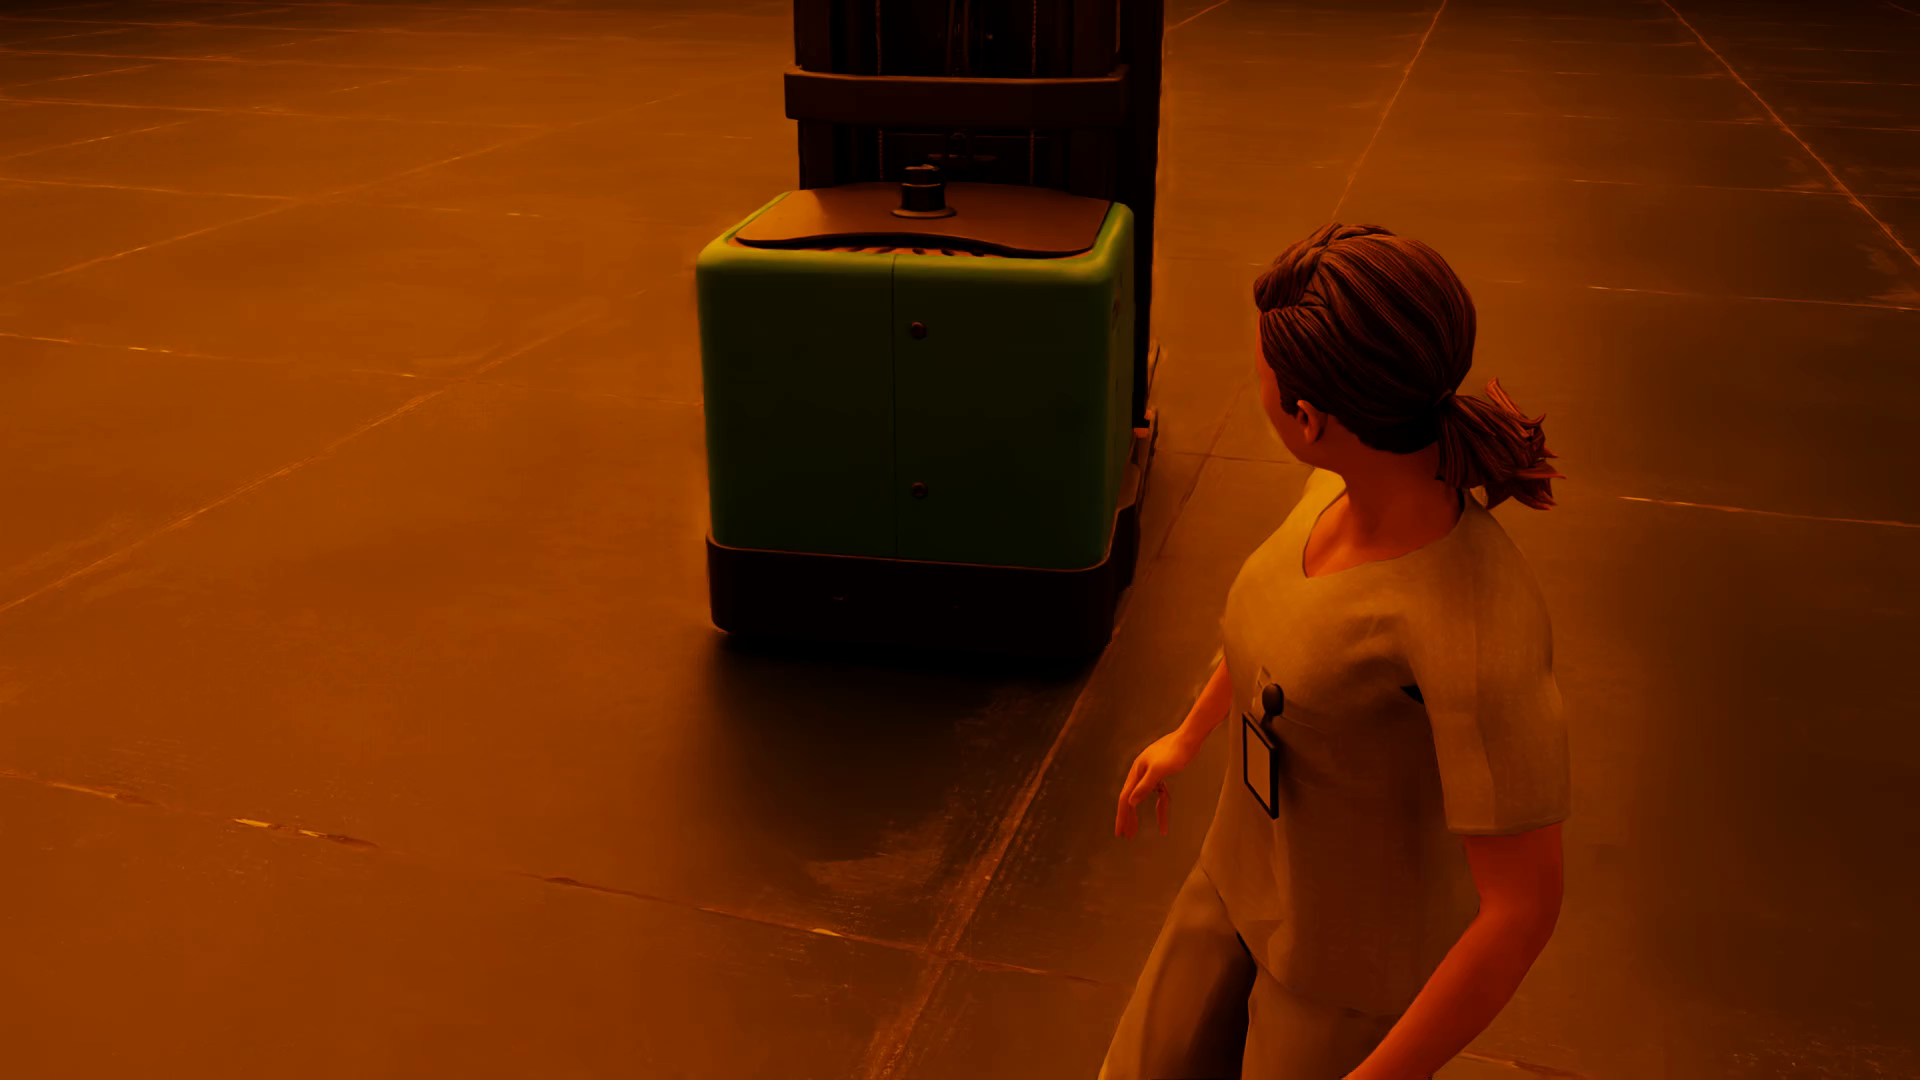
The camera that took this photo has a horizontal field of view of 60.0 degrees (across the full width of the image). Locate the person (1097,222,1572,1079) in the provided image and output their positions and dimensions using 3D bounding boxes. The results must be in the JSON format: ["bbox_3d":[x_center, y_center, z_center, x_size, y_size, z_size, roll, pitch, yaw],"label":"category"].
[{"bbox_3d":[0.355,0.473,1.840,0.476,1.638,0.632,-7,24,-17],"label":"person"}]

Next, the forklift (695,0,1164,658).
[{"bbox_3d":[0.093,-1.586,5.121,1.130,2.935,3.031,4,23,9],"label":"forklift"}]
